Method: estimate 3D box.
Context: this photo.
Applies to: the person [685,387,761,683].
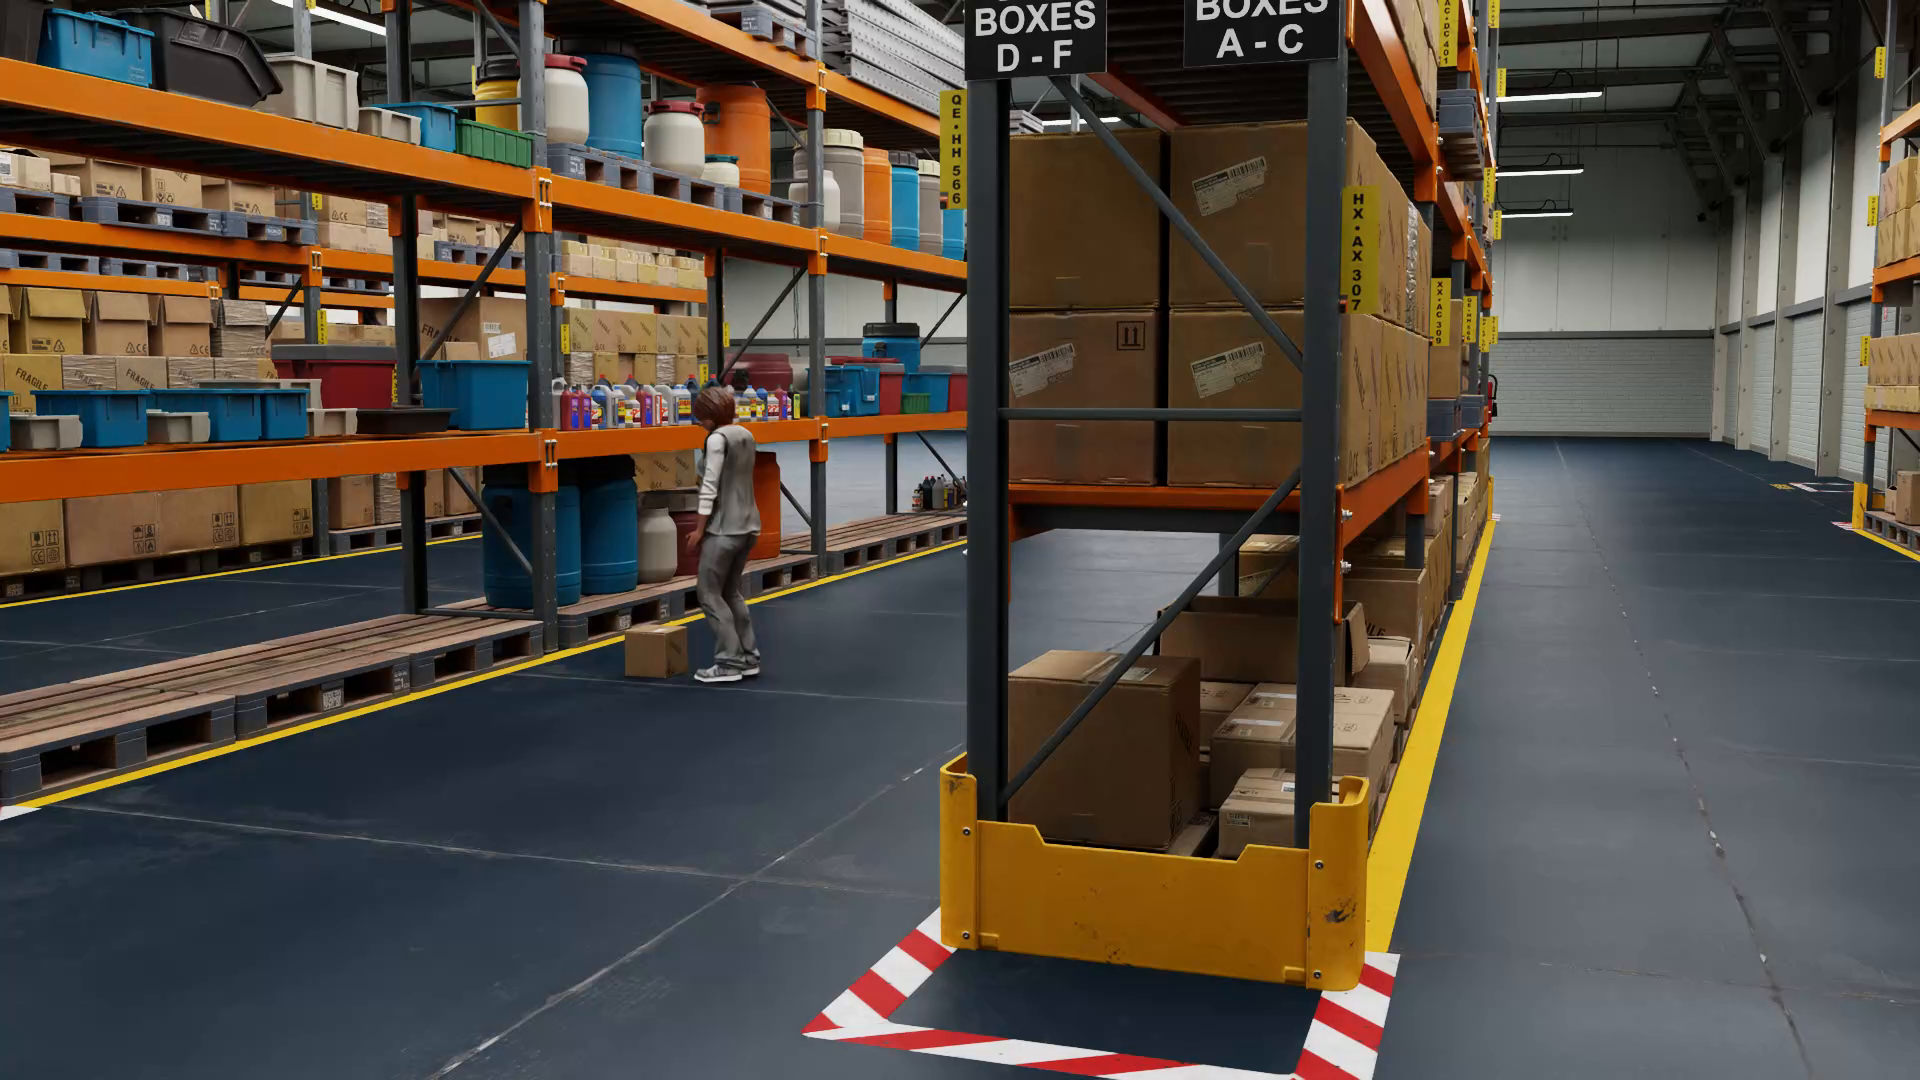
[{"bbox_3d":[-1.255,-0.028,8.893,0.340,1.579,0.417,2,6,20],"label":"person"}]
